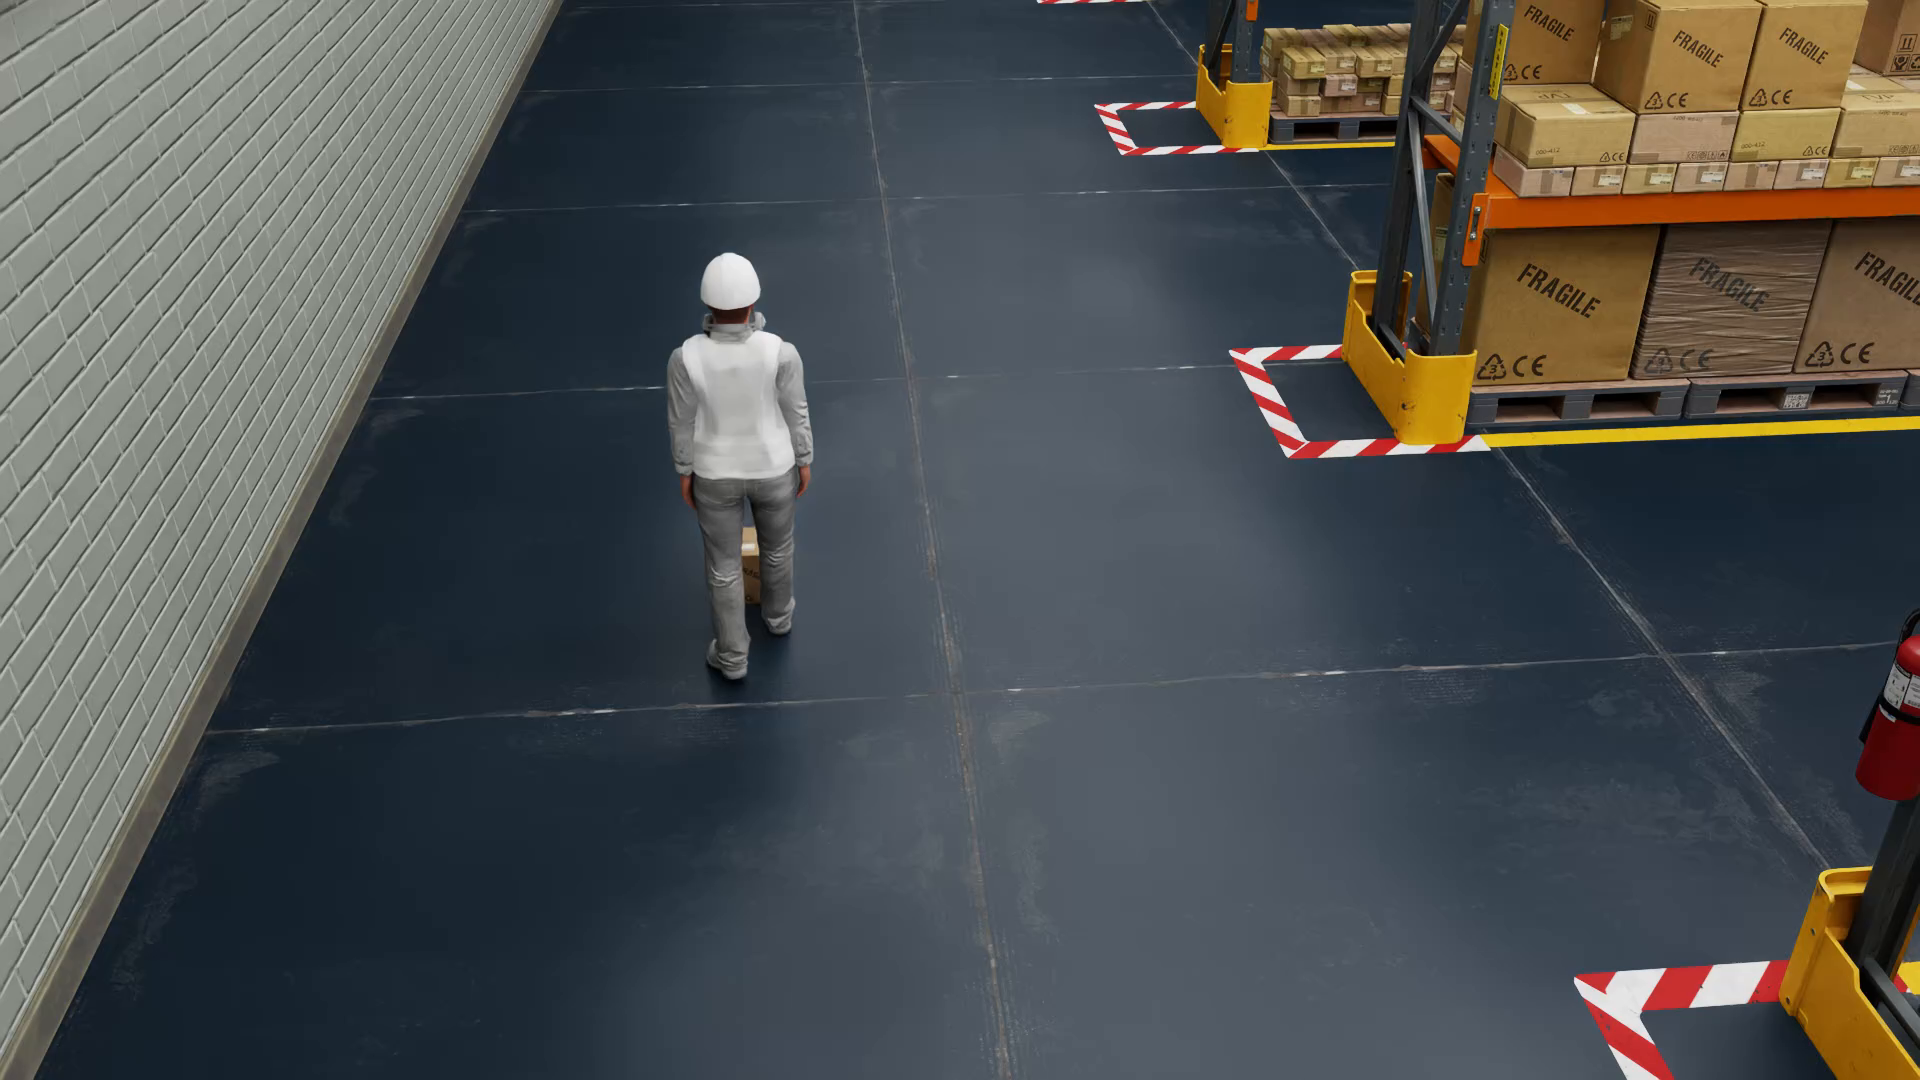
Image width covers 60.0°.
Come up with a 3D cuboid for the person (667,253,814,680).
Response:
[{"bbox_3d":[-0.861,-0.325,6.642,0.553,1.776,0.660,-2,31,-4],"label":"person"}]
